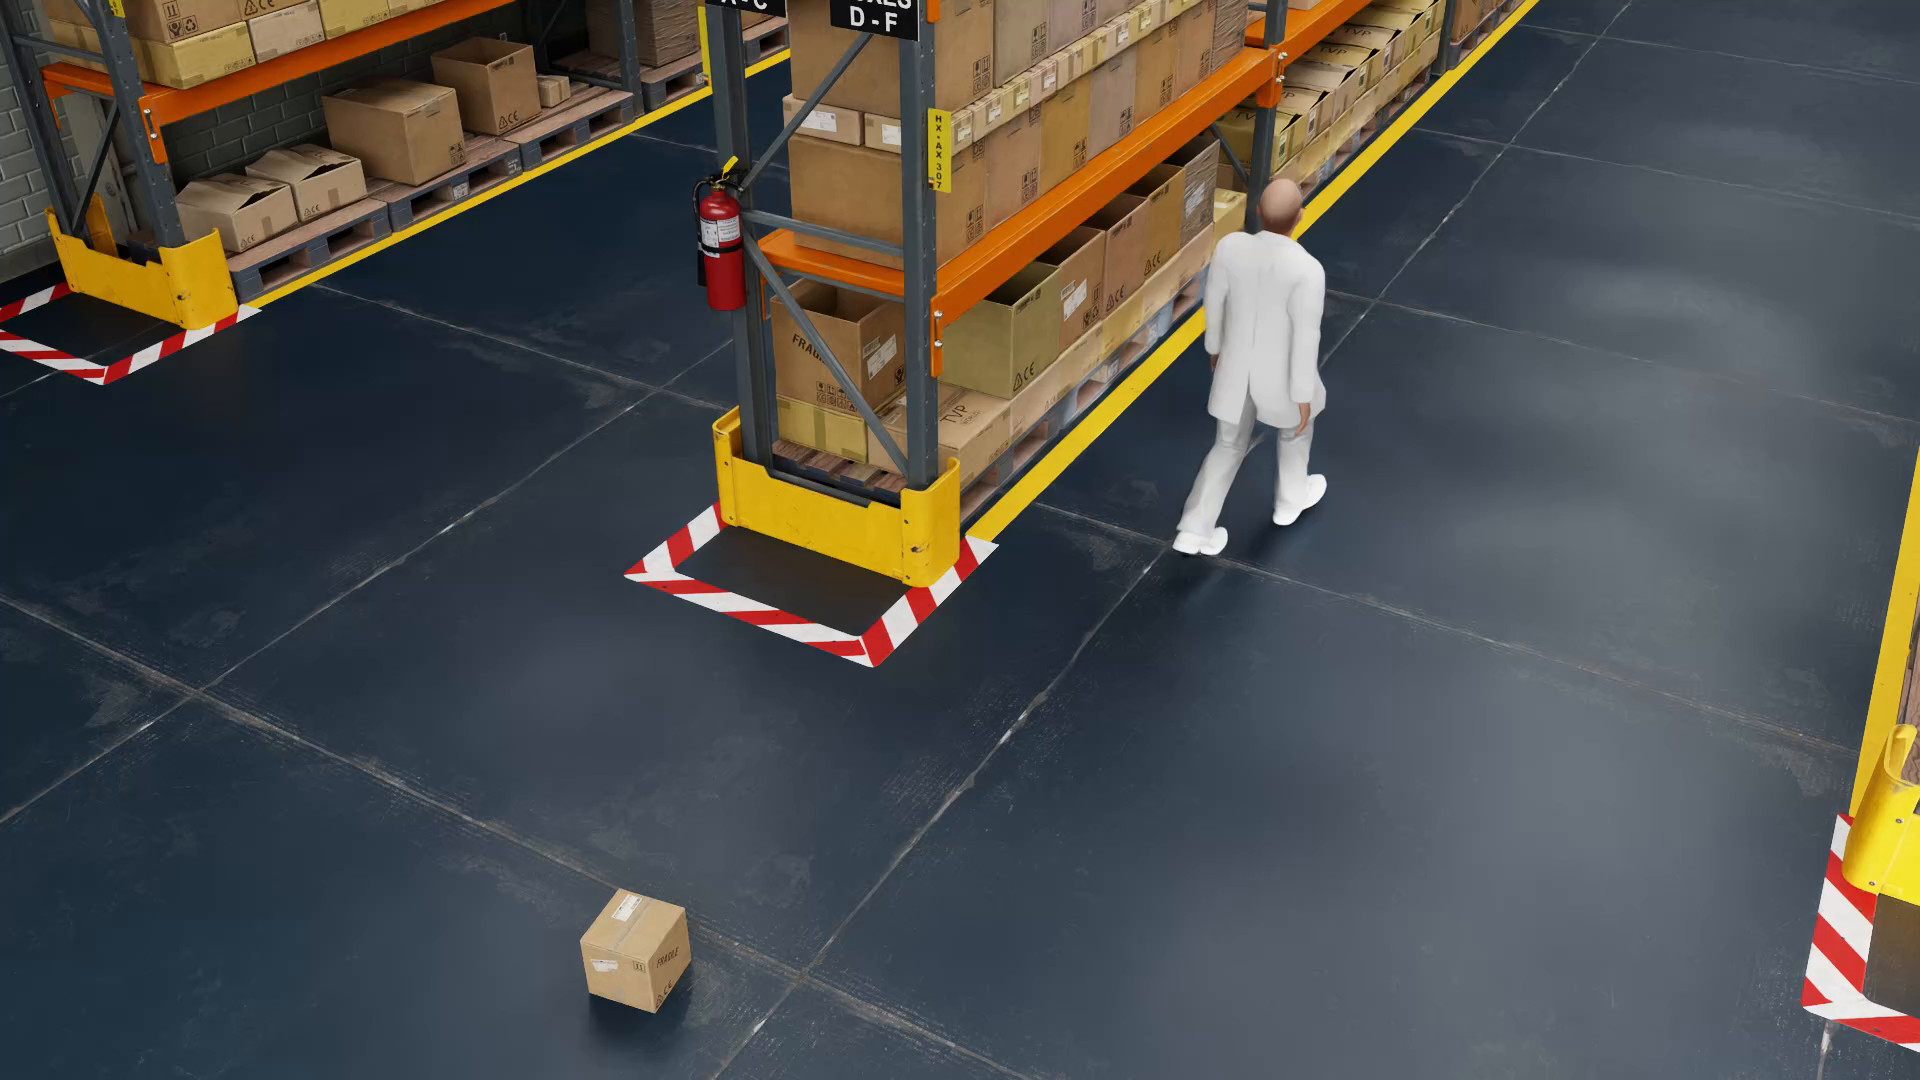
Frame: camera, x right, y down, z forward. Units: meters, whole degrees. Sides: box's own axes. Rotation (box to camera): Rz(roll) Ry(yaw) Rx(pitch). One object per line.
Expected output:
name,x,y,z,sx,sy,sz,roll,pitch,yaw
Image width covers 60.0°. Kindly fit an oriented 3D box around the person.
person,1.316,-0.751,7.281,0.621,1.740,1.072,22,40,30
